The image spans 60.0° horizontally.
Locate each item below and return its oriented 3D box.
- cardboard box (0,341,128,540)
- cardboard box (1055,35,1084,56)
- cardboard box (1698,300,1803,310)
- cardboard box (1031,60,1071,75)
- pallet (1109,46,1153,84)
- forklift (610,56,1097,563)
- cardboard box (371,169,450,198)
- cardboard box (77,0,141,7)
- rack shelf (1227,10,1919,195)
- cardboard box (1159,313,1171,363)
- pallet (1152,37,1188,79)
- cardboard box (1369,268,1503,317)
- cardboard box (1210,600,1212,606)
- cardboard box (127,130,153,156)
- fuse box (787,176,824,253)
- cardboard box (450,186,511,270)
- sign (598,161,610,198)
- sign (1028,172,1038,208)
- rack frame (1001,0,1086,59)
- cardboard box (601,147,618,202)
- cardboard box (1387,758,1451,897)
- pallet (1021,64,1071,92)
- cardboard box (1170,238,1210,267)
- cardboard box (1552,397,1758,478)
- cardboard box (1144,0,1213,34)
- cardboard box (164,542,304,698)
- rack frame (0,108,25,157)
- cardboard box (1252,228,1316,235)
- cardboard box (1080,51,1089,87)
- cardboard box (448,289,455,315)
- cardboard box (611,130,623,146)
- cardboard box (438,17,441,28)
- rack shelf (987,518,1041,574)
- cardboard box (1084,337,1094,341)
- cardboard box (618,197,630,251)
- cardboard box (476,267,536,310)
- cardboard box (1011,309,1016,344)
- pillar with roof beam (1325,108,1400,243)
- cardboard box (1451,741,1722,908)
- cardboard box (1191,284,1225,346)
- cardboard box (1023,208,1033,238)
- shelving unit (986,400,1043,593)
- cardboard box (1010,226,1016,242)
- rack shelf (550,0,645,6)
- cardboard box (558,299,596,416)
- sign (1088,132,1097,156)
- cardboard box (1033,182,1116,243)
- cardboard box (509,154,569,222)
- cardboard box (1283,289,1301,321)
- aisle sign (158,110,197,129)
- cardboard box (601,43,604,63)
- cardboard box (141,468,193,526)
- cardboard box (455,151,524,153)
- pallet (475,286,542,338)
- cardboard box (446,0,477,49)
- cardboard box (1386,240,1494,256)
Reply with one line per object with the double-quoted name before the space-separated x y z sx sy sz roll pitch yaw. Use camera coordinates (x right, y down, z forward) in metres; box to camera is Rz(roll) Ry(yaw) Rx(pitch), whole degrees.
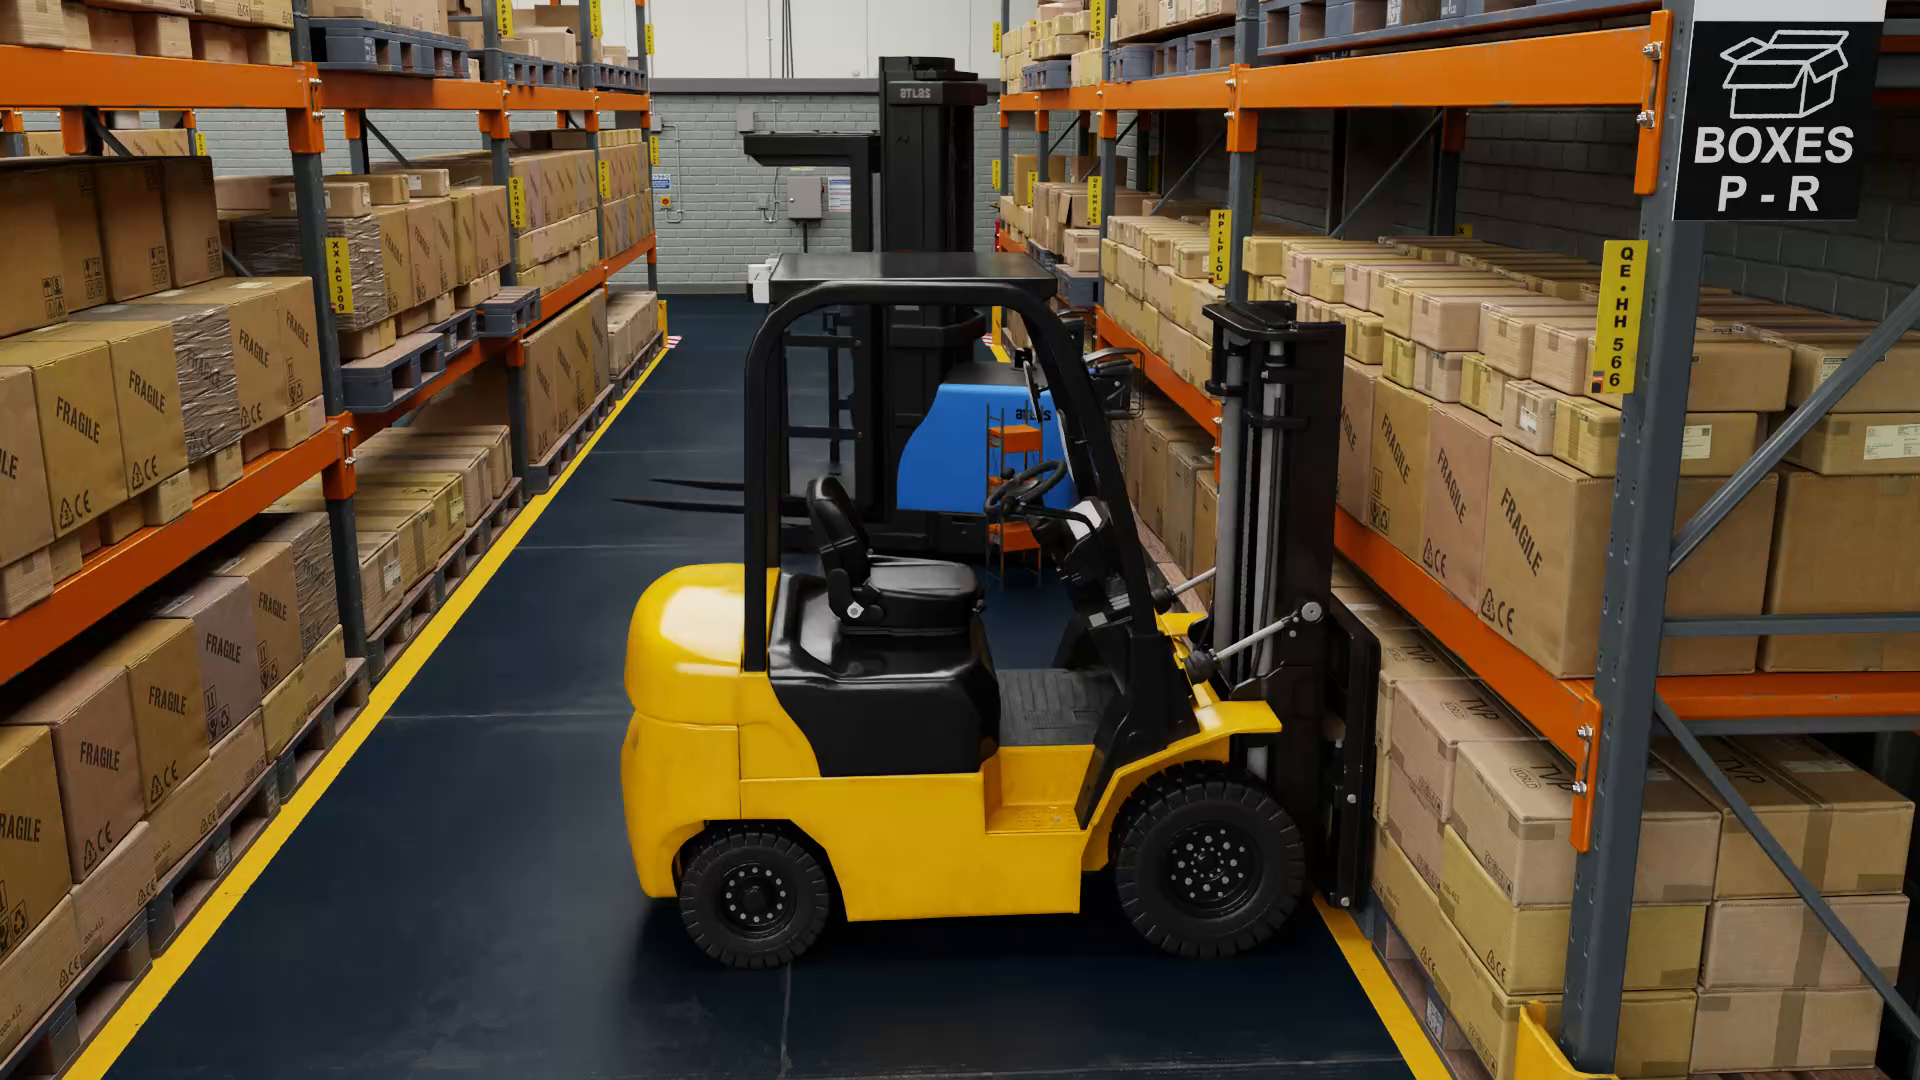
"cardboard box" -2.821 -0.297 4.863 0.500 0.500 0.500 -1 14 -5
"cardboard box" 0.953 -3.909 13.141 0.380 0.149 0.250 -1 14 -2
"cardboard box" 2.133 -0.591 4.703 0.380 0.149 0.250 -1 14 -3
"cardboard box" 0.931 -4.429 15.405 0.500 0.250 0.500 -1 14 -3
"pallet" 1.590 -2.988 10.478 1.213 0.211 1.003 0 14 -1
"forklift" -0.697 -1.458 10.311 3.031 2.935 1.130 4 15 13
"cardboard box" -3.113 -2.024 9.430 0.380 0.149 0.250 -2 15 -6
"cardboard box" -2.855 -1.761 5.036 0.500 0.250 0.500 -1 14 -2
"rack shelf" 1.830 -1.406 5.395 1.077 0.370 4.000 -1 14 -3
"cardboard box" 1.377 -1.097 9.070 0.500 0.250 0.500 -1 14 -3
"pallet" 1.662 -2.710 9.397 1.003 0.211 1.213 0 14 -1
"cardboard box" 1.622 -0.841 5.676 0.380 0.149 0.250 -1 14 -3
"cardboard box" 1.406 0.455 7.415 0.500 0.250 0.500 -1 14 -3
"cardboard box" -8.576 -3.916 16.922 0.500 0.500 0.500 0 14 -1
"fuse box" -2.258 -4.480 24.505 0.539 1.711 0.414 -1 14 -3
"cardboard box" -3.190 -2.004 10.653 0.500 0.500 0.500 -1 14 -5
"sign" -3.202 -3.244 14.952 0.100 0.325 0.005 -1 14 -3
"sign" 0.669 -3.198 15.198 0.100 0.325 0.005 -1 14 -3
"rack frame" 0.963 -6.689 18.464 1.000 3.000 0.127 -1 14 -3
"cardboard box" -3.556 -3.492 15.870 0.500 0.500 0.500 -1 14 -4
"cardboard box" 1.592 0.841 4.911 0.500 0.250 0.500 -1 14 -4
"pallet" 1.181 -3.987 14.360 1.213 0.211 1.003 -1 14 -3
"cardboard box" 1.355 -1.561 9.070 0.380 0.149 0.250 -1 14 -3
"cardboard box" 1.653 -0.249 3.971 0.380 0.149 0.250 -1 14 -3
"cardboard box" 1.323 -3.110 9.329 0.500 0.500 0.500 -1 14 -2
"cardboard box" -2.910 0.313 6.461 0.500 0.500 0.500 -1 14 -2
"rack frame" -8.678 -2.610 14.649 1.000 3.000 0.127 -1 14 -3
"cardboard box" 1.886 -1.763 9.857 0.380 0.149 0.250 -1 14 -4
"cardboard box" 1.152 -3.423 12.091 0.500 0.250 0.500 -1 14 -3
"cardboard box" -3.065 -1.336 9.361 0.380 0.149 0.250 -1 14 -5
"cardboard box" -3.579 -4.020 16.620 0.380 0.149 0.250 -1 14 -3
"cardboard box" -3.373 -2.840 9.318 0.797 0.503 0.637 -1 14 -3
"rack shelf" 0.305 0.032 9.452 0.240 0.259 0.215 -7 16 -24
"cardboard box" 1.121 -1.550 13.403 0.380 0.149 0.250 -2 15 -6
"cardboard box" -3.563 -3.129 16.469 0.500 0.500 0.500 -1 14 -3
"cardboard box" -3.275 -1.769 11.684 0.500 0.250 0.500 -1 14 -4
"cardboard box" 0.920 -2.410 18.045 0.700 0.500 0.500 0 14 -1
"pillar with roof beam" -1.858 -4.323 9.267 9.100 9.000 0.400 -1 14 -3
"cardboard box" 1.614 0.730 4.338 0.500 0.250 0.500 0 14 -2
"cardboard box" 1.421 -1.087 8.028 0.500 0.250 0.500 -1 14 -5
"cardboard box" 0.890 -3.107 16.288 0.500 0.250 0.500 -1 14 -3
"shelving unit" 0.305 -0.247 9.380 0.252 1.050 0.215 -7 16 -24
"cardboard box" 0.739 -3.255 17.661 0.380 0.149 0.250 -1 14 -5
"rack shelf" -3.867 -5.572 16.369 1.077 0.370 4.000 -1 14 -3
"cardboard box" -3.561 -1.508 13.789 0.875 0.875 0.875 0 14 -2
"sign" 1.518 -4.501 19.042 0.100 0.325 0.005 -1 14 -3
"cardboard box" 1.017 -2.917 14.800 0.700 0.500 0.500 -1 14 -2
"cardboard box" -3.367 -2.753 13.000 0.500 0.500 0.500 -1 14 -3
"cardboard box" 1.466 -0.887 6.452 0.380 0.149 0.250 -1 14 -2
"aisle sign" -8.630 -4.886 18.280 0.394 0.787 0.004 -1 14 -3
"cardboard box" -3.948 -4.994 17.033 0.500 0.311 0.500 -1 14 -2
"cardboard box" -2.819 -0.145 5.573 0.380 0.149 0.250 -1 14 -3
"cardboard box" -3.944 -3.004 13.974 0.500 0.500 0.500 -1 14 -4
"pallet" -3.345 -1.448 10.519 1.213 0.211 1.003 -1 14 -3
"cardboard box" -3.669 -3.514 11.094 0.797 0.503 0.637 -2 15 -7
"cardboard box" 2.002 -1.168 6.947 0.380 0.149 0.250 -1 14 -5
